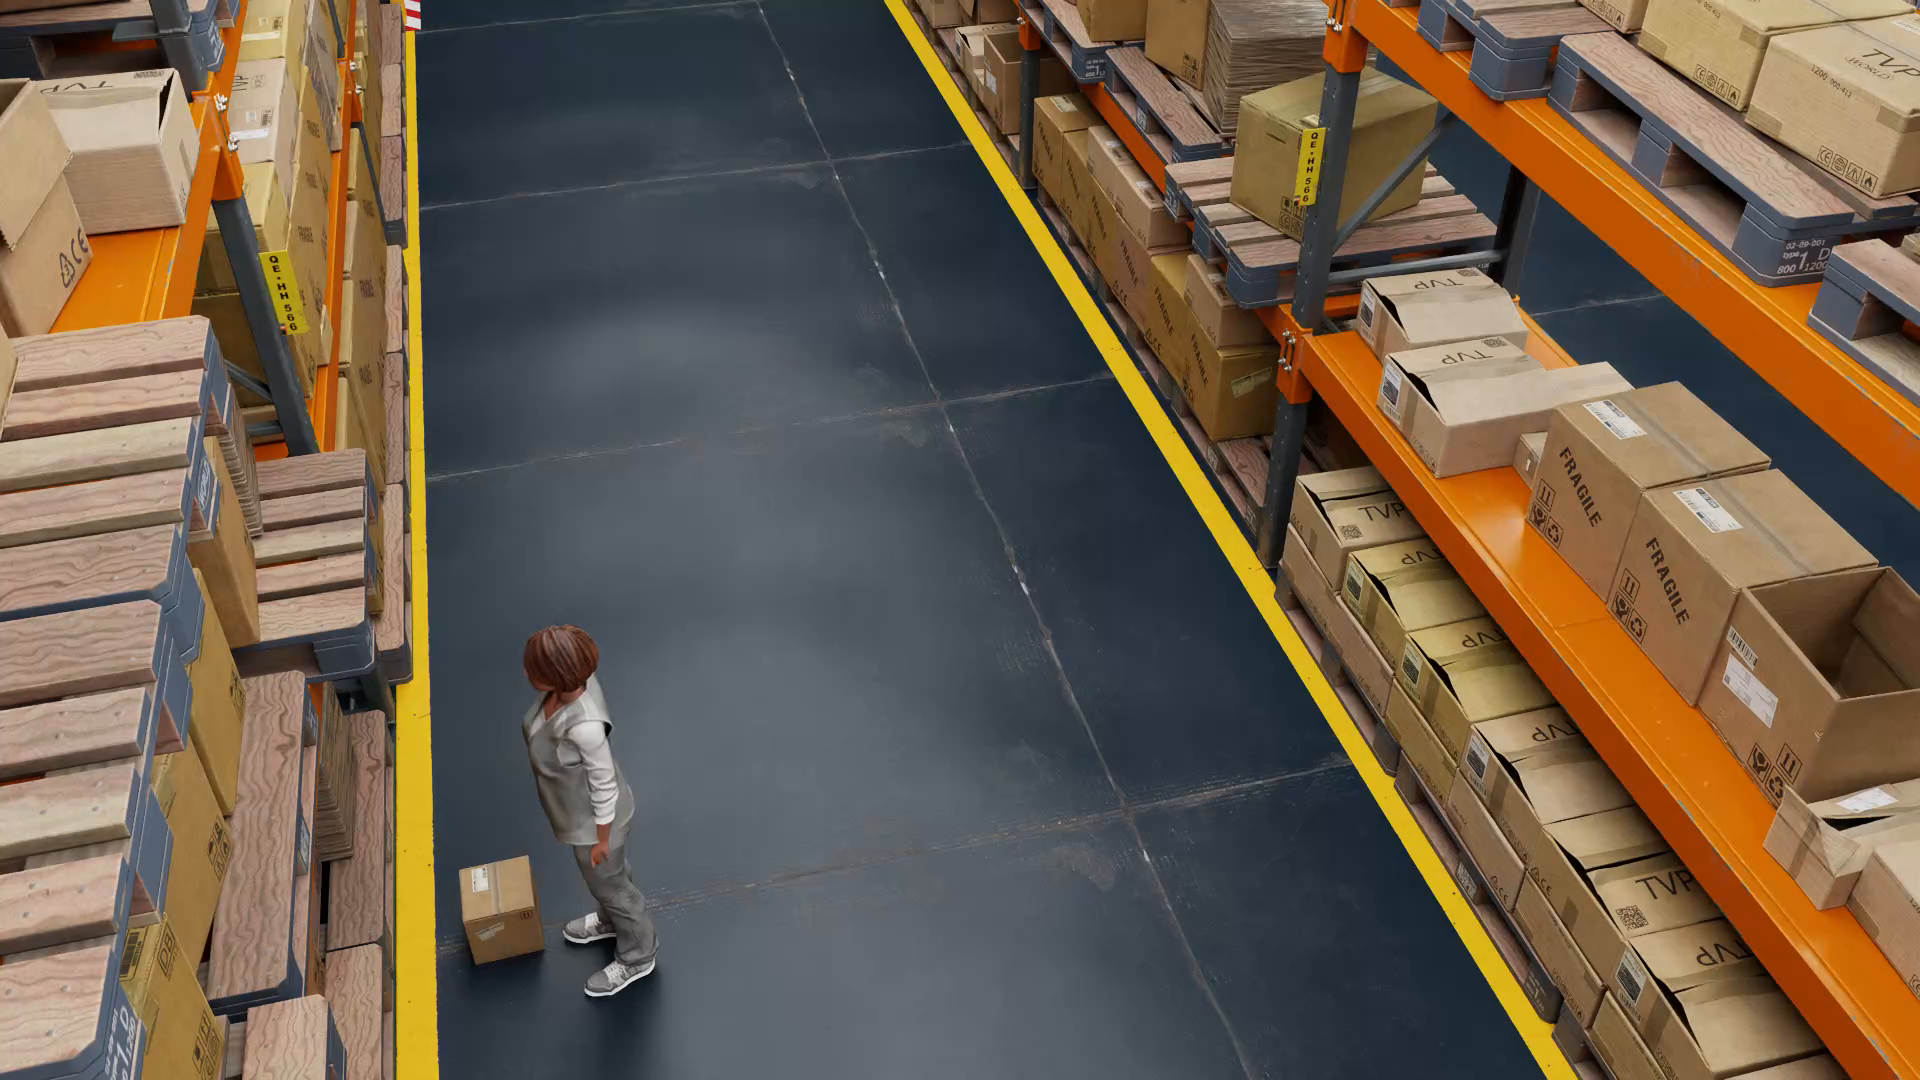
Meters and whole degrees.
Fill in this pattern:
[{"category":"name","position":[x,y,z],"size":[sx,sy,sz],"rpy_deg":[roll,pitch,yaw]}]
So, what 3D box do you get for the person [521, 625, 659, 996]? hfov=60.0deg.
[{"category":"person","position":[-1.256,0.906,5.585],"size":[0.313,1.604,0.408],"rpy_deg":[-15,41,-18]}]
